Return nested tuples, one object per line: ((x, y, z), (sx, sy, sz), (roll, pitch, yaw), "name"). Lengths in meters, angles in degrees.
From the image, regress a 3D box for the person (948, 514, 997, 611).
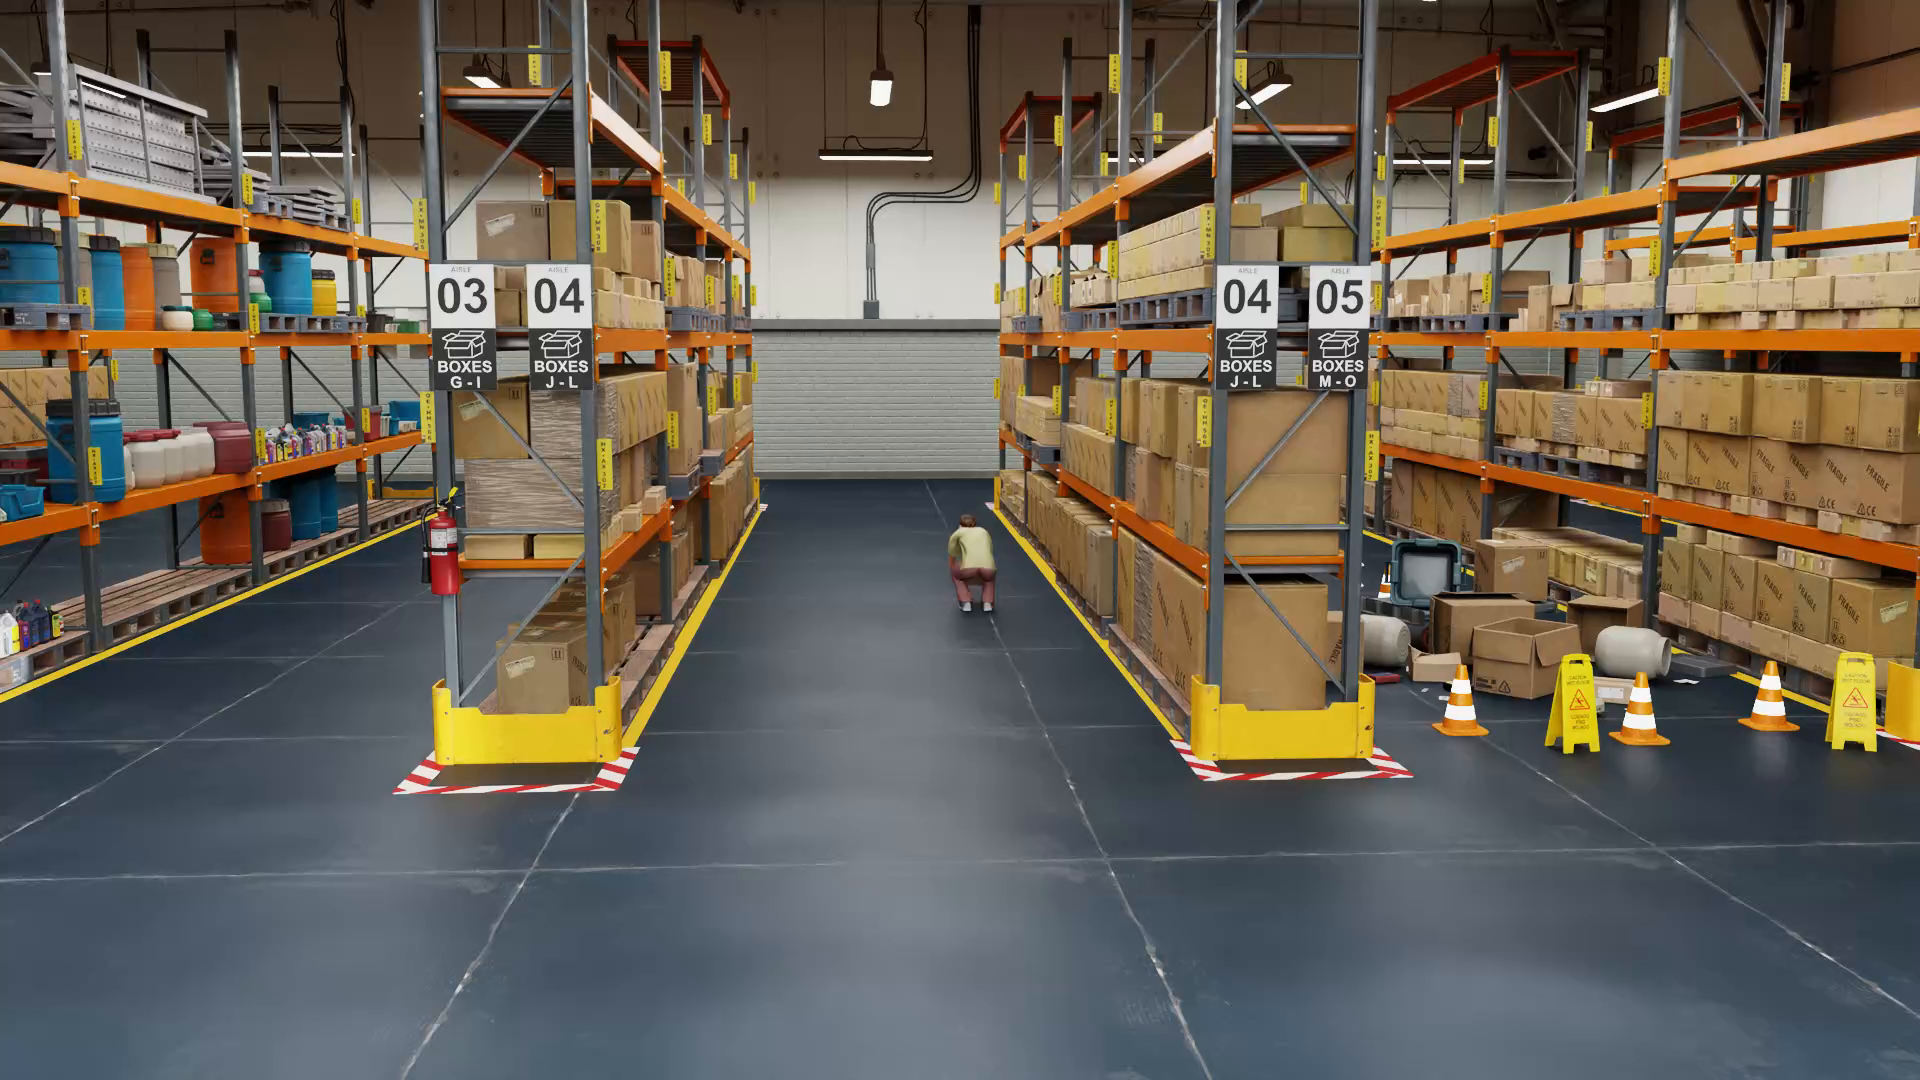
((0.131, 0.244, 16.940), (0.494, 0.911, 0.801), (0, 7, -4), "person")
